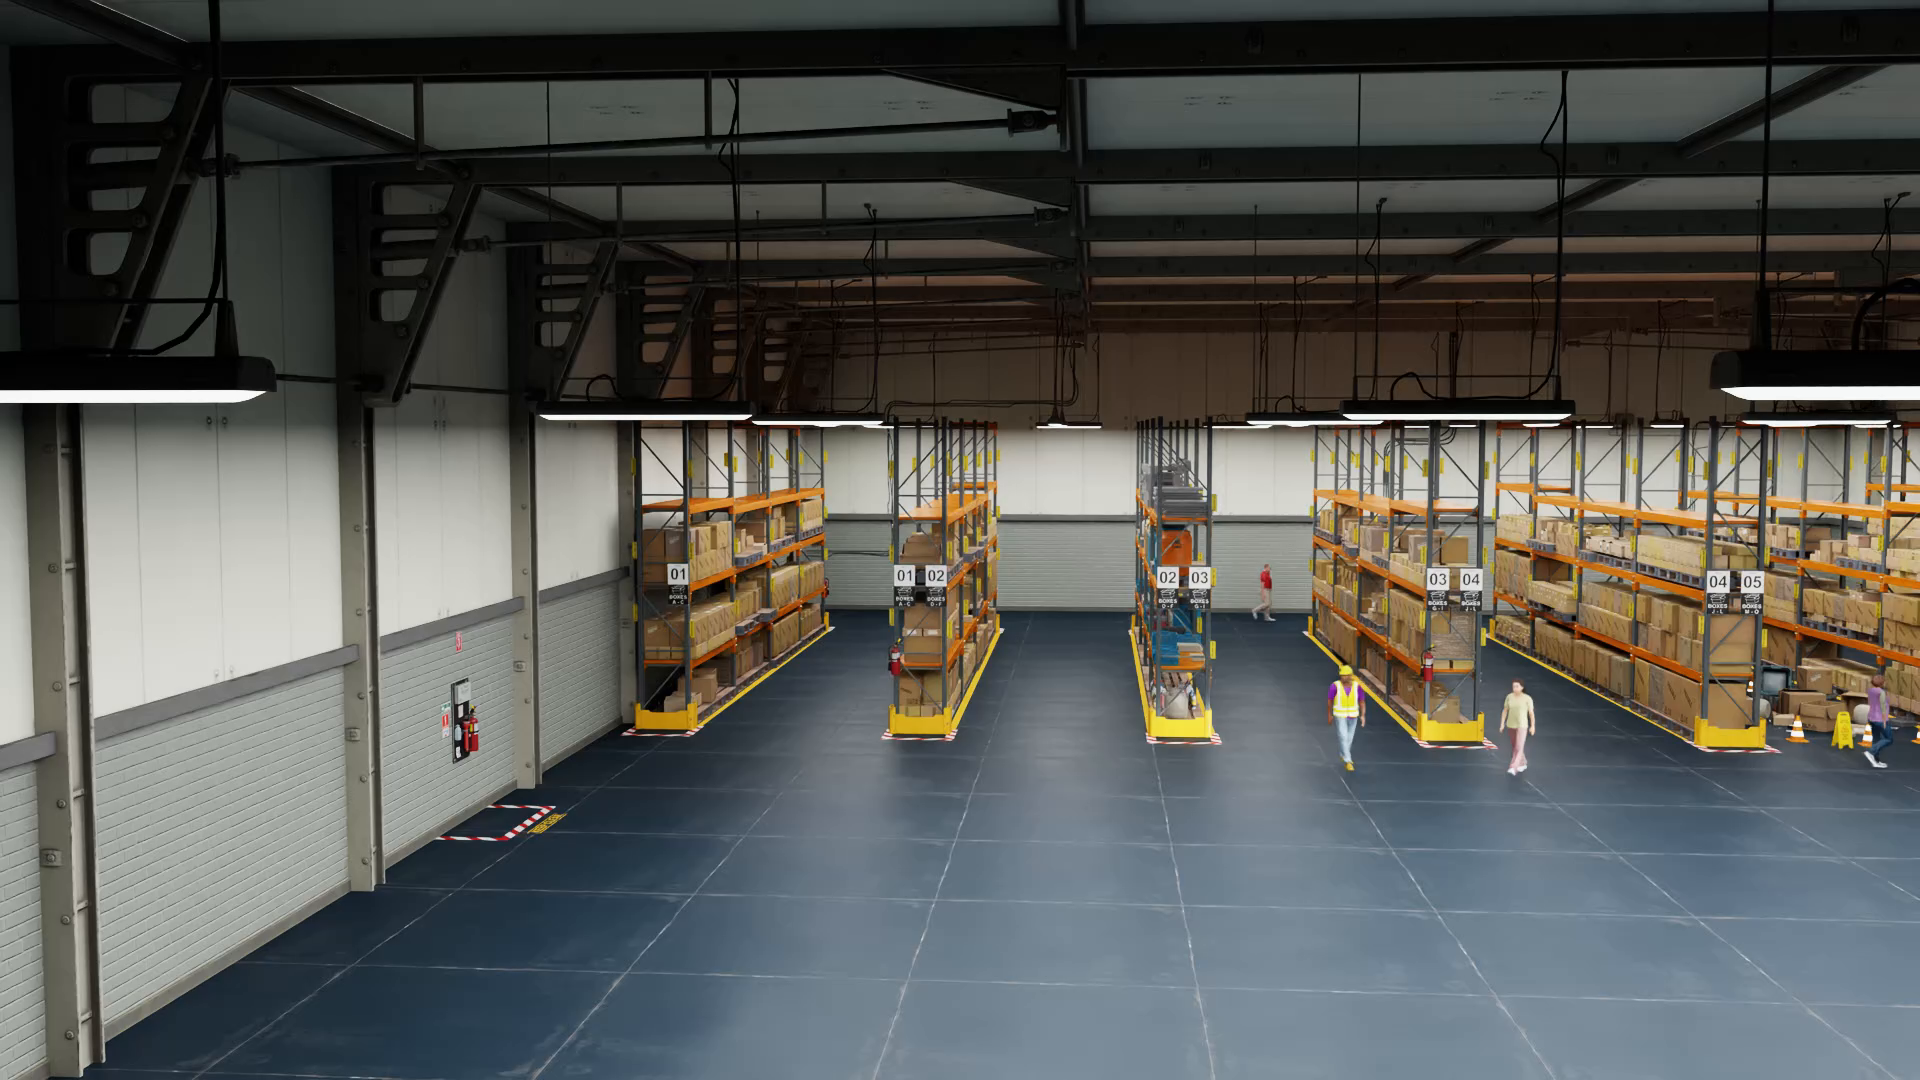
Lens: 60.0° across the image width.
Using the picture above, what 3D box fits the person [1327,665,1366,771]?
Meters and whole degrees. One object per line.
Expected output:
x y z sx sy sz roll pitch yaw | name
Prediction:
6.569 2.986 28.179 0.599 1.709 0.967 0 4 -1 | person

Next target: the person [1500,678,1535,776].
9.205 3.096 27.585 0.471 1.605 1.089 4 5 44 | person

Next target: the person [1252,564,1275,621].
9.155 1.582 50.081 0.640 1.717 0.588 2 4 26 | person

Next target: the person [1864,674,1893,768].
15.513 3.069 28.174 0.489 1.596 0.428 -1 4 -8 | person
